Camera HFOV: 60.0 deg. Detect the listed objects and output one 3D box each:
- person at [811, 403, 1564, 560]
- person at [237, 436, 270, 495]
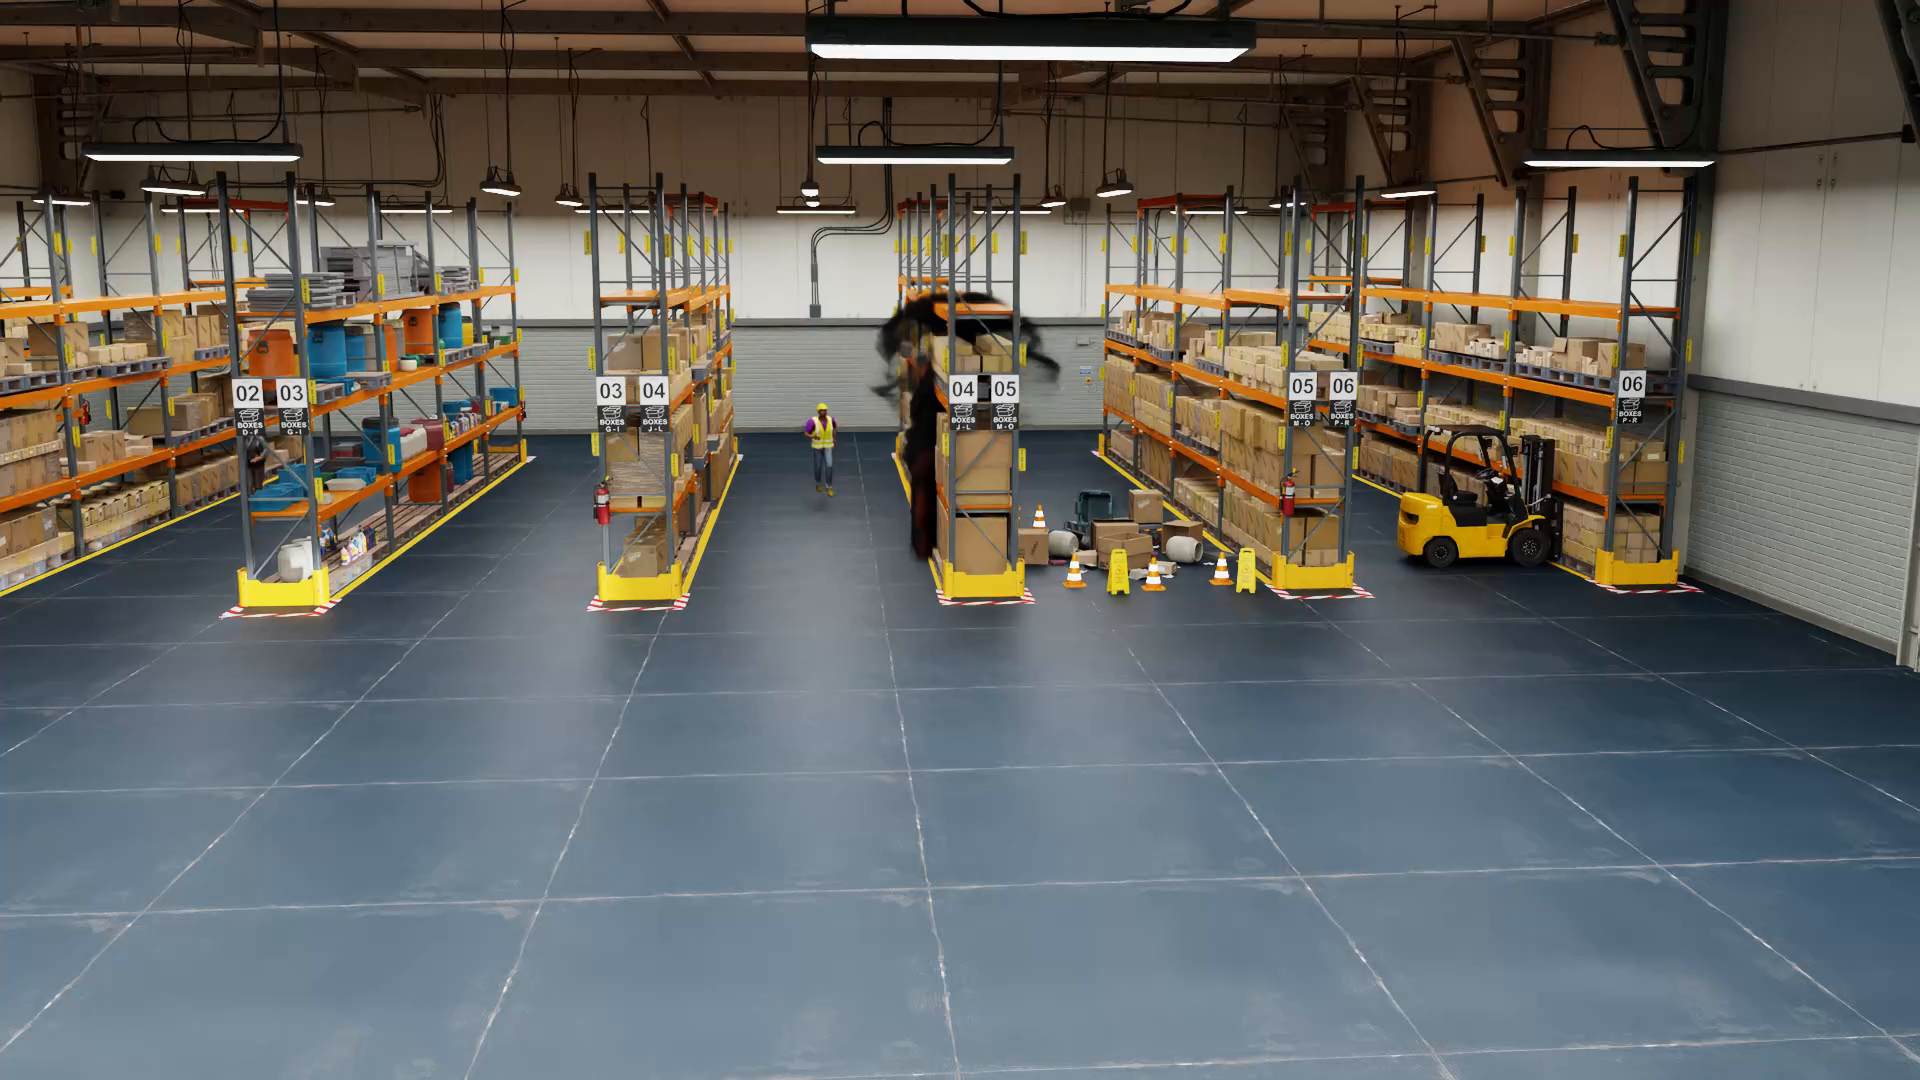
[{"bbox_3d":[3.906,-1.189,29.528,11.900,1.955,9.455,-2,10,-13],"label":"person"},{"bbox_3d":[-13.337,-1.336,31.410,0.656,1.722,0.800,-1,10,-3],"label":"person"}]
